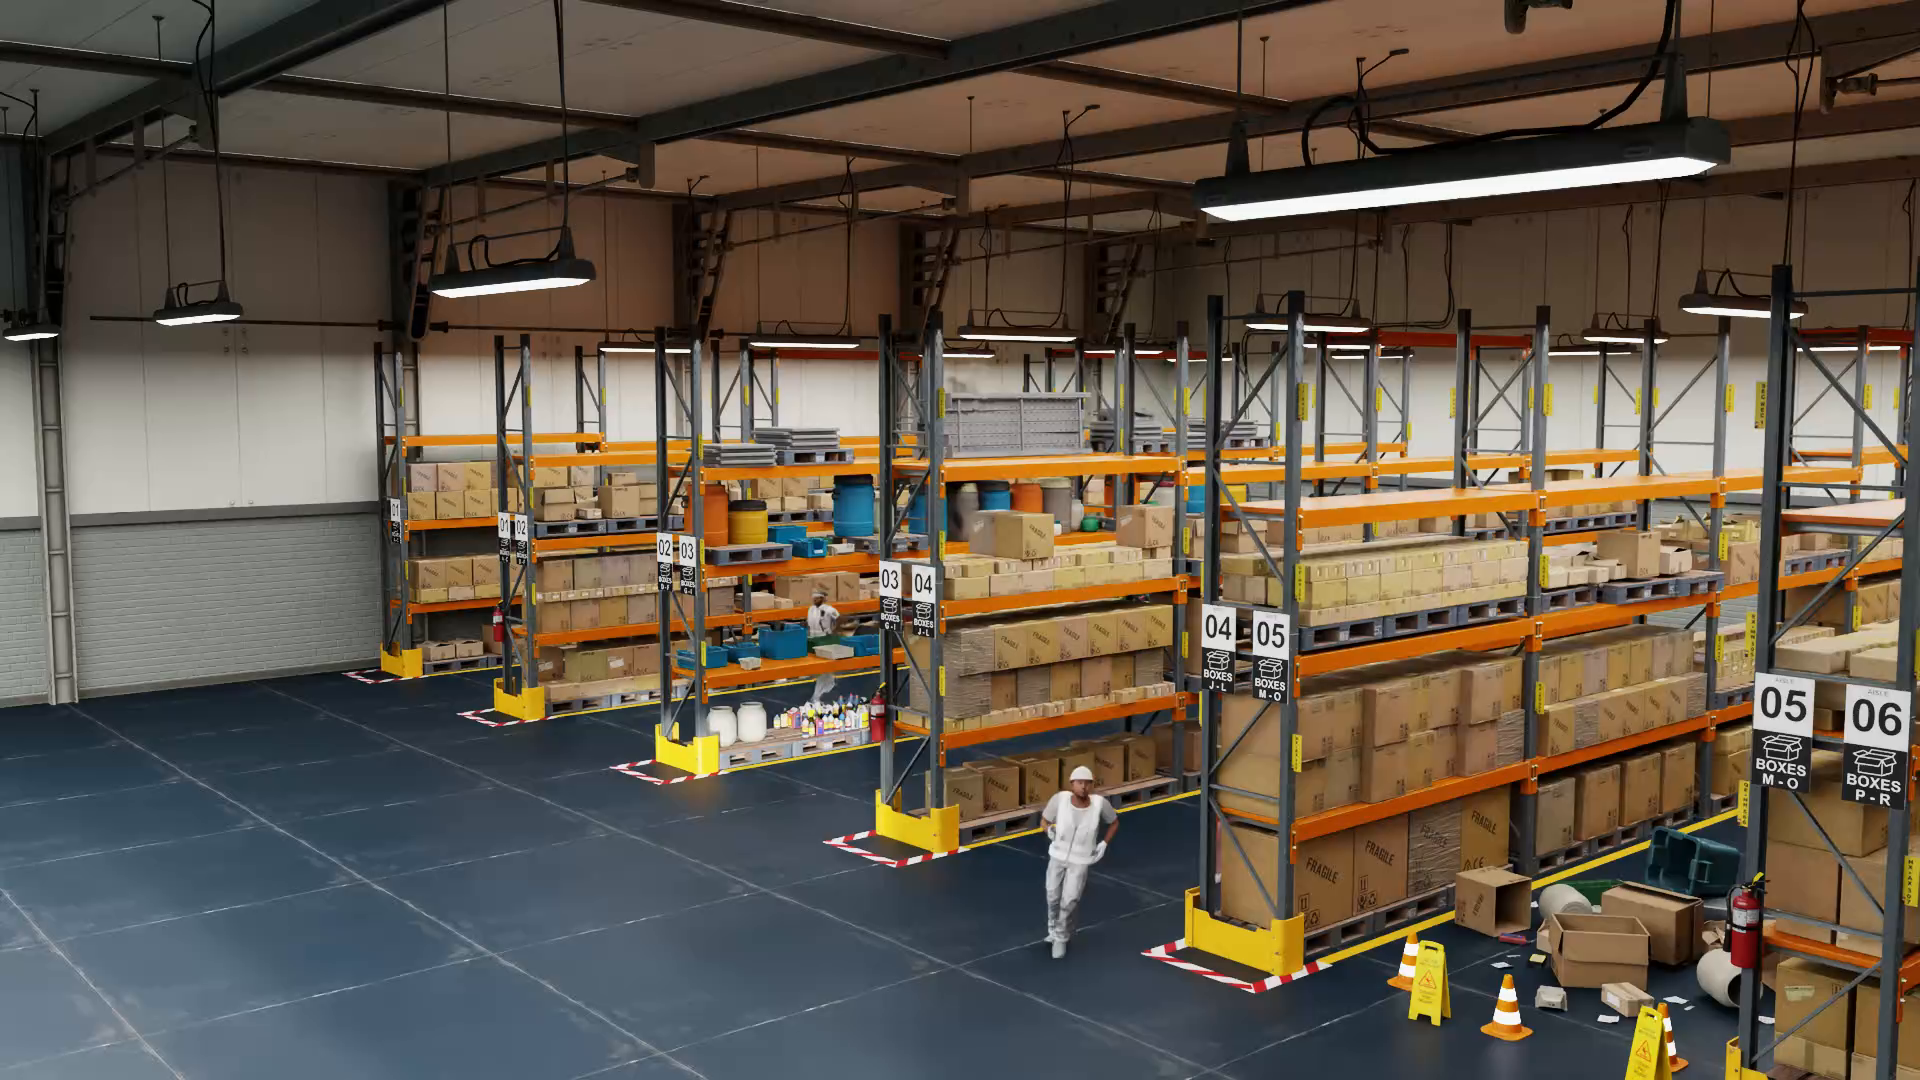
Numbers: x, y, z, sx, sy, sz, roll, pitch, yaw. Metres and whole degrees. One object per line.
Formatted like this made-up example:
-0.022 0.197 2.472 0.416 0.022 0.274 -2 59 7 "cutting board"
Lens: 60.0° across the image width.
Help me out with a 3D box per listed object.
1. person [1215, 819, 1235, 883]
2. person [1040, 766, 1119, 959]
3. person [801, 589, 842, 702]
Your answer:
2.909 2.759 17.553 0.733 1.640 0.599 -5 7 -43 "person"
1.049 2.932 15.117 0.686 1.775 0.682 2 5 19 "person"
-2.210 1.640 26.355 0.519 1.767 0.792 4 7 37 "person"
